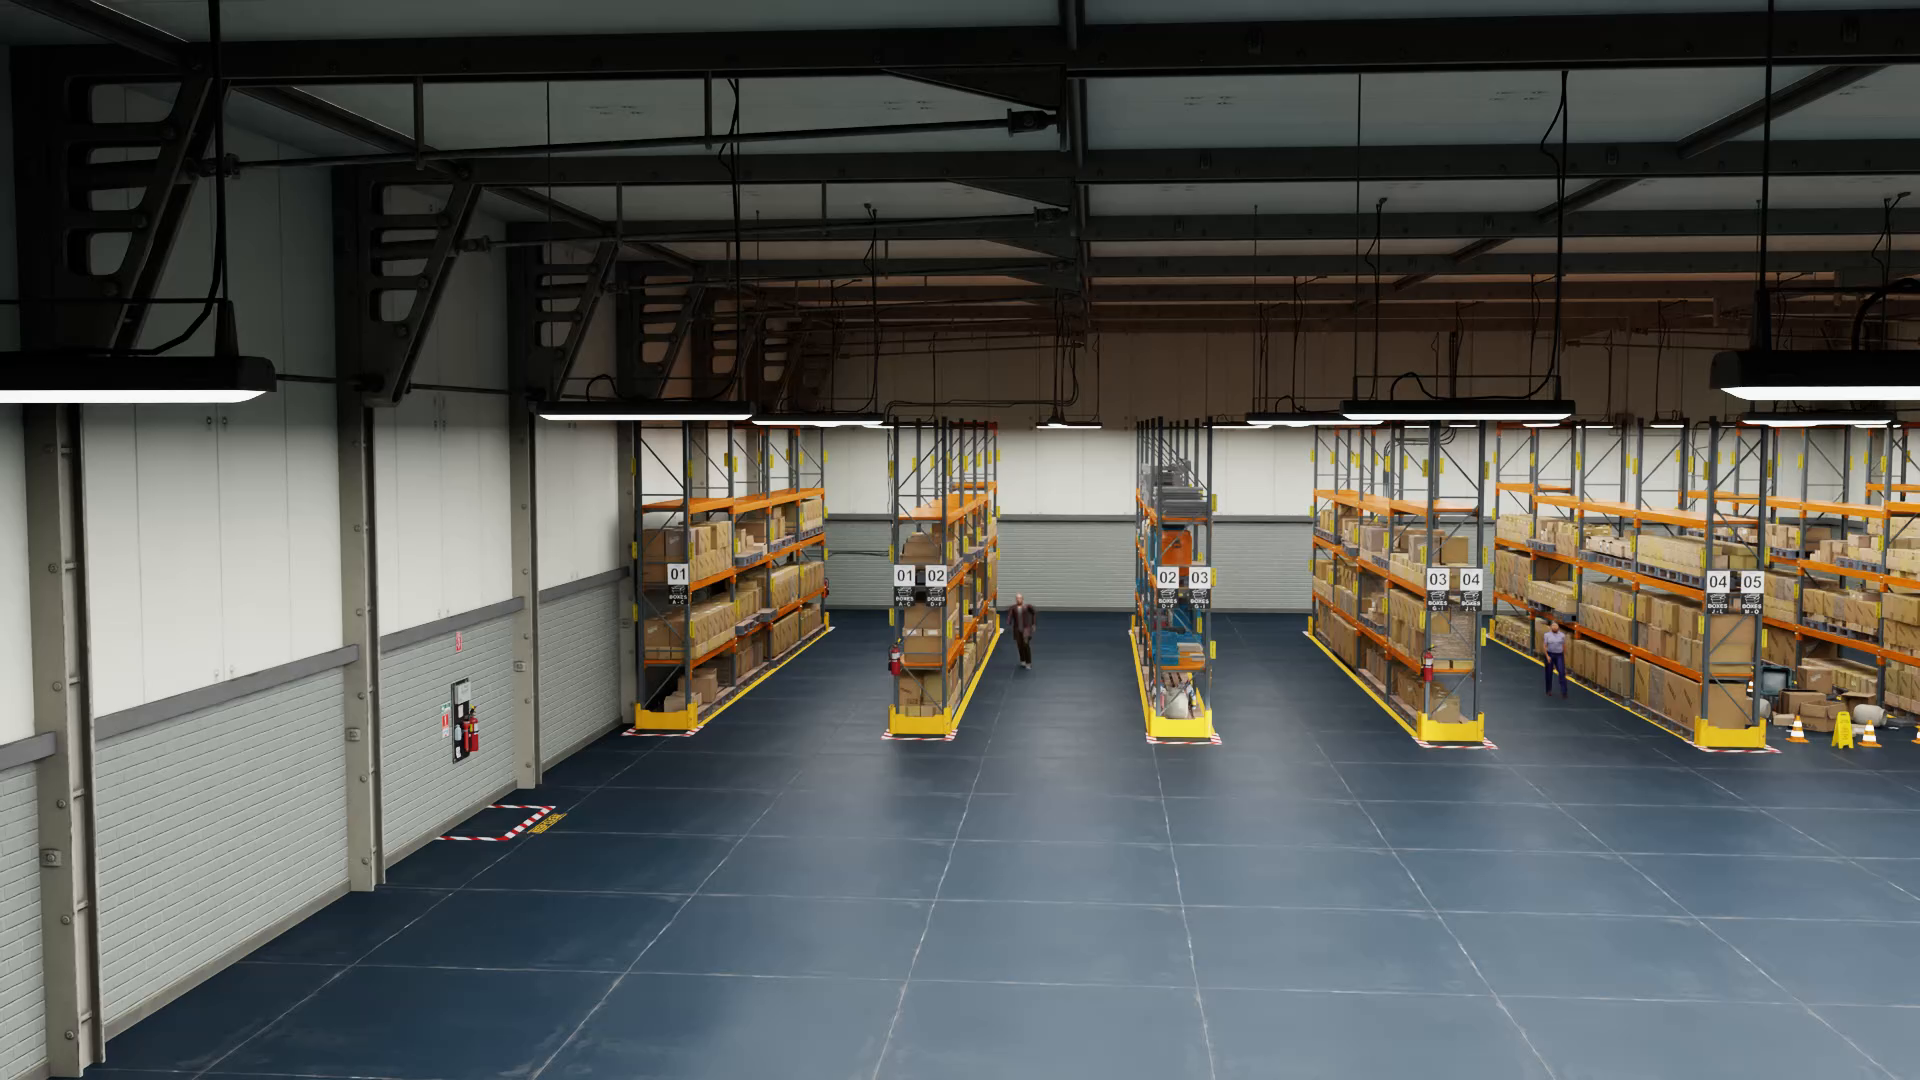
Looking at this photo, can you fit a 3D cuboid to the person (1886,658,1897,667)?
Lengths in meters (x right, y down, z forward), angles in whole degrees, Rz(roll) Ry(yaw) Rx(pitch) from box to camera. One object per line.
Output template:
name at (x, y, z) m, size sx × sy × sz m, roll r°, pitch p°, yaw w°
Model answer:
person at (21.348, 2.396, 37.843) m, size 0.473 × 1.677 × 0.457 m, roll 0°, pitch 4°, yaw -2°

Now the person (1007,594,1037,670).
person at (1.472, 2.224, 40.298) m, size 0.704 × 1.831 × 0.869 m, roll 1°, pitch 4°, yaw 17°

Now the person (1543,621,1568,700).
person at (12.820, 2.575, 35.796) m, size 0.528 × 1.673 × 0.643 m, roll 1°, pitch 4°, yaw 17°
